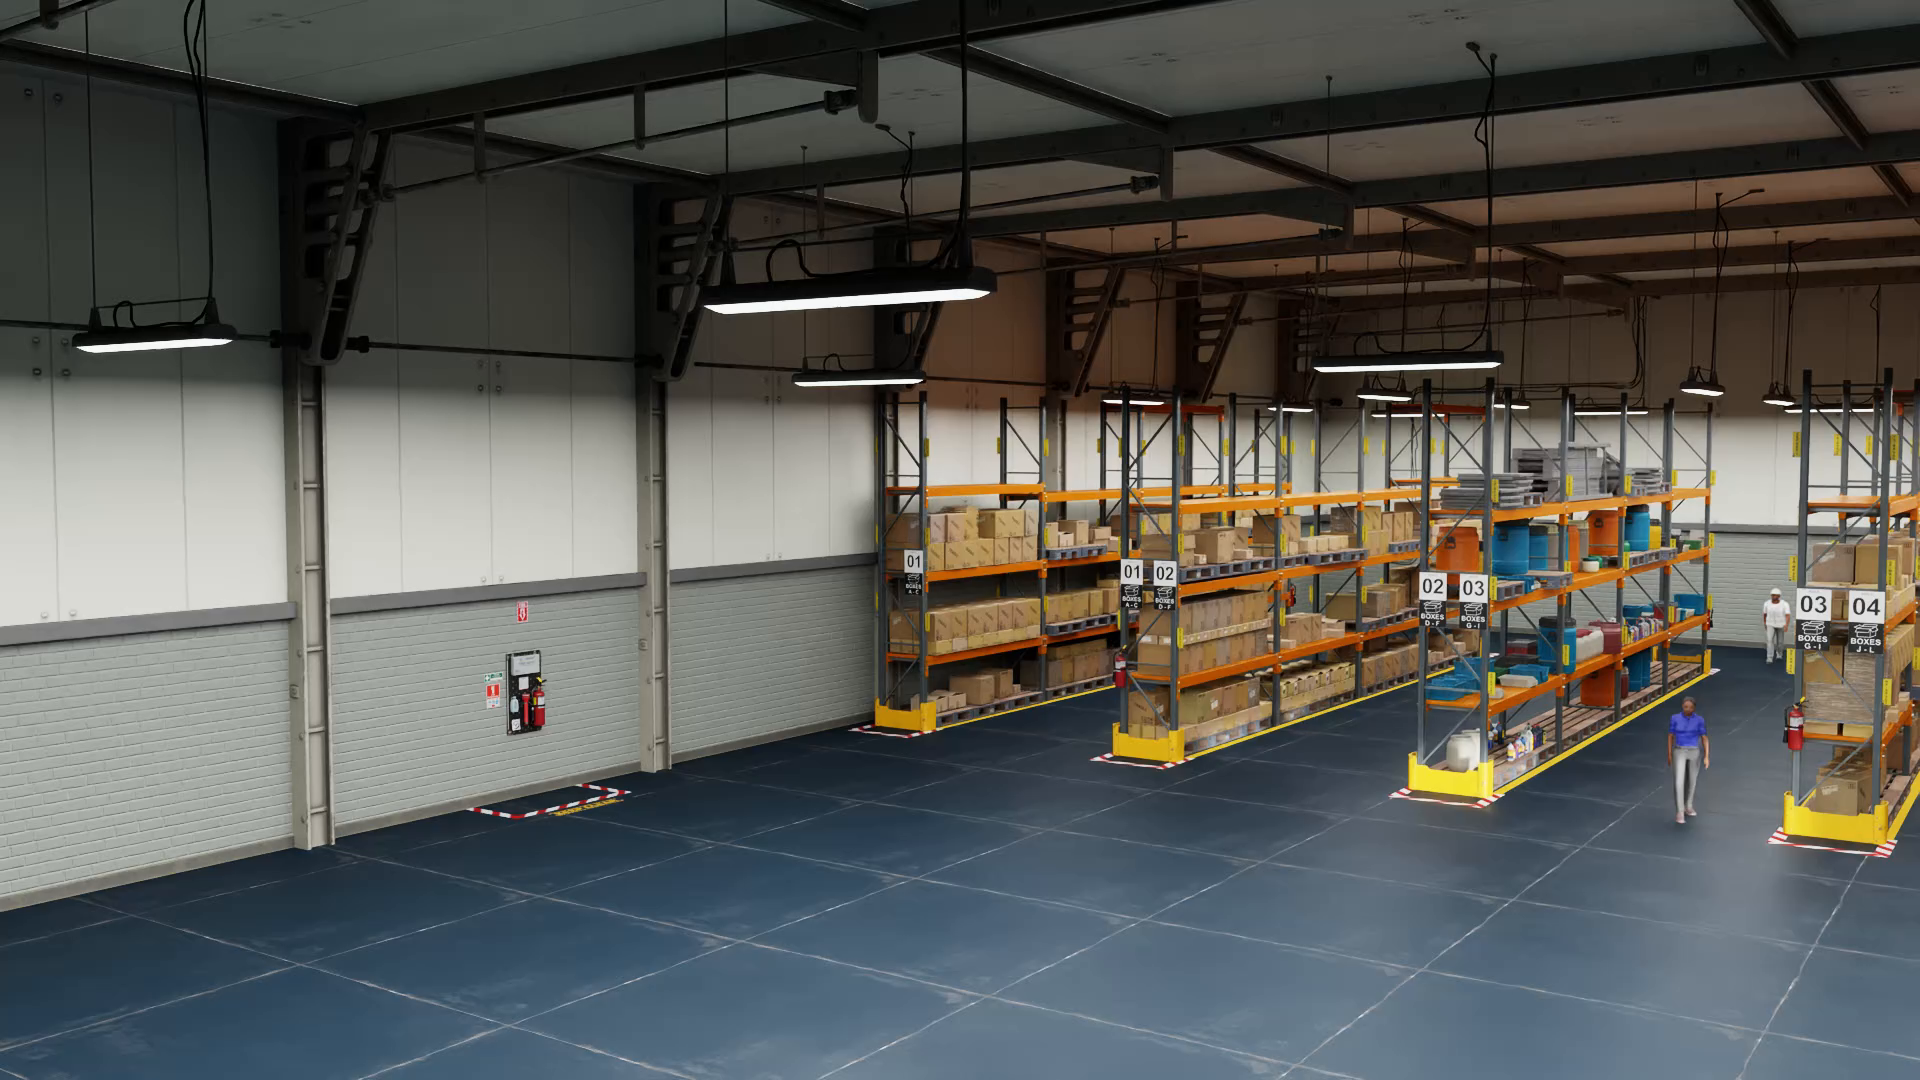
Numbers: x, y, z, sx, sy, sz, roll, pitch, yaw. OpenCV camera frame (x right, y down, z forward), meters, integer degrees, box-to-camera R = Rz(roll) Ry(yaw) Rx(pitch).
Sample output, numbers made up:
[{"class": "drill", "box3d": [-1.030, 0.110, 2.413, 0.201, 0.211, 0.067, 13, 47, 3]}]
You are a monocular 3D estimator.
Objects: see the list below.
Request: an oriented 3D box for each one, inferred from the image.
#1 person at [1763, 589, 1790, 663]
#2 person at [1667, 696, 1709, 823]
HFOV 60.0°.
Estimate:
[{"class": "person", "box3d": [18.989, 1.987, 38.690, 0.576, 1.710, 1.081, 2, 4, 31]}, {"class": "person", "box3d": [9.826, 2.934, 22.441, 0.498, 1.669, 0.668, 1, 3, 16]}]
